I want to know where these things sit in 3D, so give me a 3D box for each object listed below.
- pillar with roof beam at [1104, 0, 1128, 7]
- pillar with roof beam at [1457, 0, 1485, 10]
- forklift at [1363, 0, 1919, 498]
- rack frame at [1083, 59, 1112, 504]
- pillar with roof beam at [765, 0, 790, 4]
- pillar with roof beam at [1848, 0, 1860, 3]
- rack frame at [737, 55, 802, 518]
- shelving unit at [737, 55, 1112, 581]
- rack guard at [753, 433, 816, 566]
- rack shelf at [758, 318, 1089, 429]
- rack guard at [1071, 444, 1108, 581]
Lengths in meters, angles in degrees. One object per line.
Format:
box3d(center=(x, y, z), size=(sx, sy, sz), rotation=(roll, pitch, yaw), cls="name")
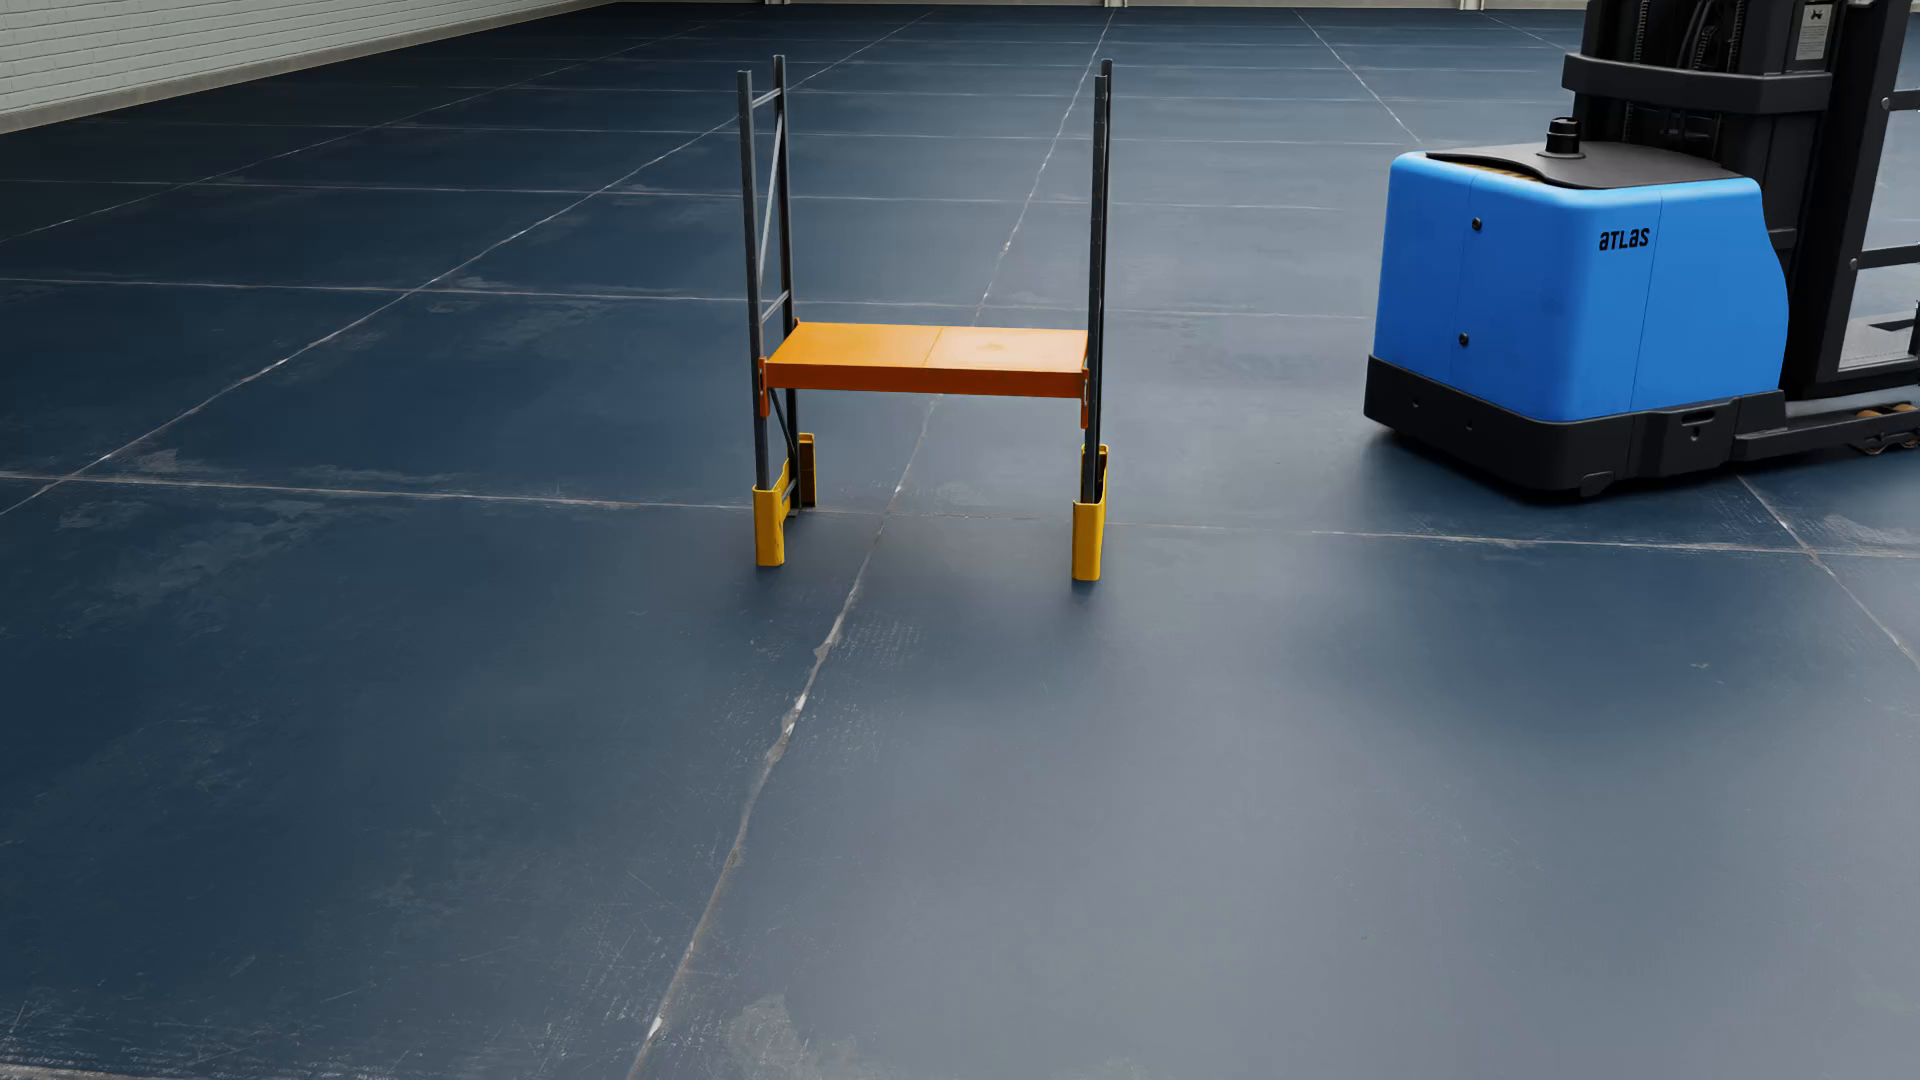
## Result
box3d(center=(2.209, -11.897, 23.294), size=(0.400, 9.000, 9.100), rotation=(2, 22, 6), cls="pillar with roof beam")
box3d(center=(8.167, -11.638, 22.637), size=(0.400, 9.000, 9.100), rotation=(2, 22, 6), cls="pillar with roof beam")
box3d(center=(3.138, -1.850, 6.132), size=(3.031, 2.935, 1.130), rotation=(-9, 23, -22), cls="forklift")
box3d(center=(0.420, -0.679, 5.118), size=(0.032, 1.500, 0.500), rotation=(2, 22, 6), cls="rack frame")
box3d(center=(-3.749, -12.157, 23.950), size=(0.400, 9.000, 9.100), rotation=(2, 22, 6), cls="pillar with roof beam")
box3d(center=(14.125, -11.378, 21.980), size=(0.400, 9.000, 9.100), rotation=(2, 22, 6), cls="pillar with roof beam")
box3d(center=(-0.590, -0.723, 5.229), size=(0.032, 1.500, 0.500), rotation=(2, 22, 6), cls="rack frame")
box3d(center=(-0.076, -0.701, 5.172), size=(1.083, 1.500, 0.587), rotation=(2, 22, 6), cls="shelving unit")
box3d(center=(-0.570, -0.141, 5.457), size=(0.087, 0.250, 0.587), rotation=(2, 22, 6), cls="rack guard")
box3d(center=(-0.085, -0.534, 5.240), size=(1.000, 0.185, 0.538), rotation=(2, 22, 6), cls="rack shelf")
box3d(center=(0.419, -0.098, 5.348), size=(0.087, 0.250, 0.587), rotation=(2, 22, 6), cls="rack guard")
